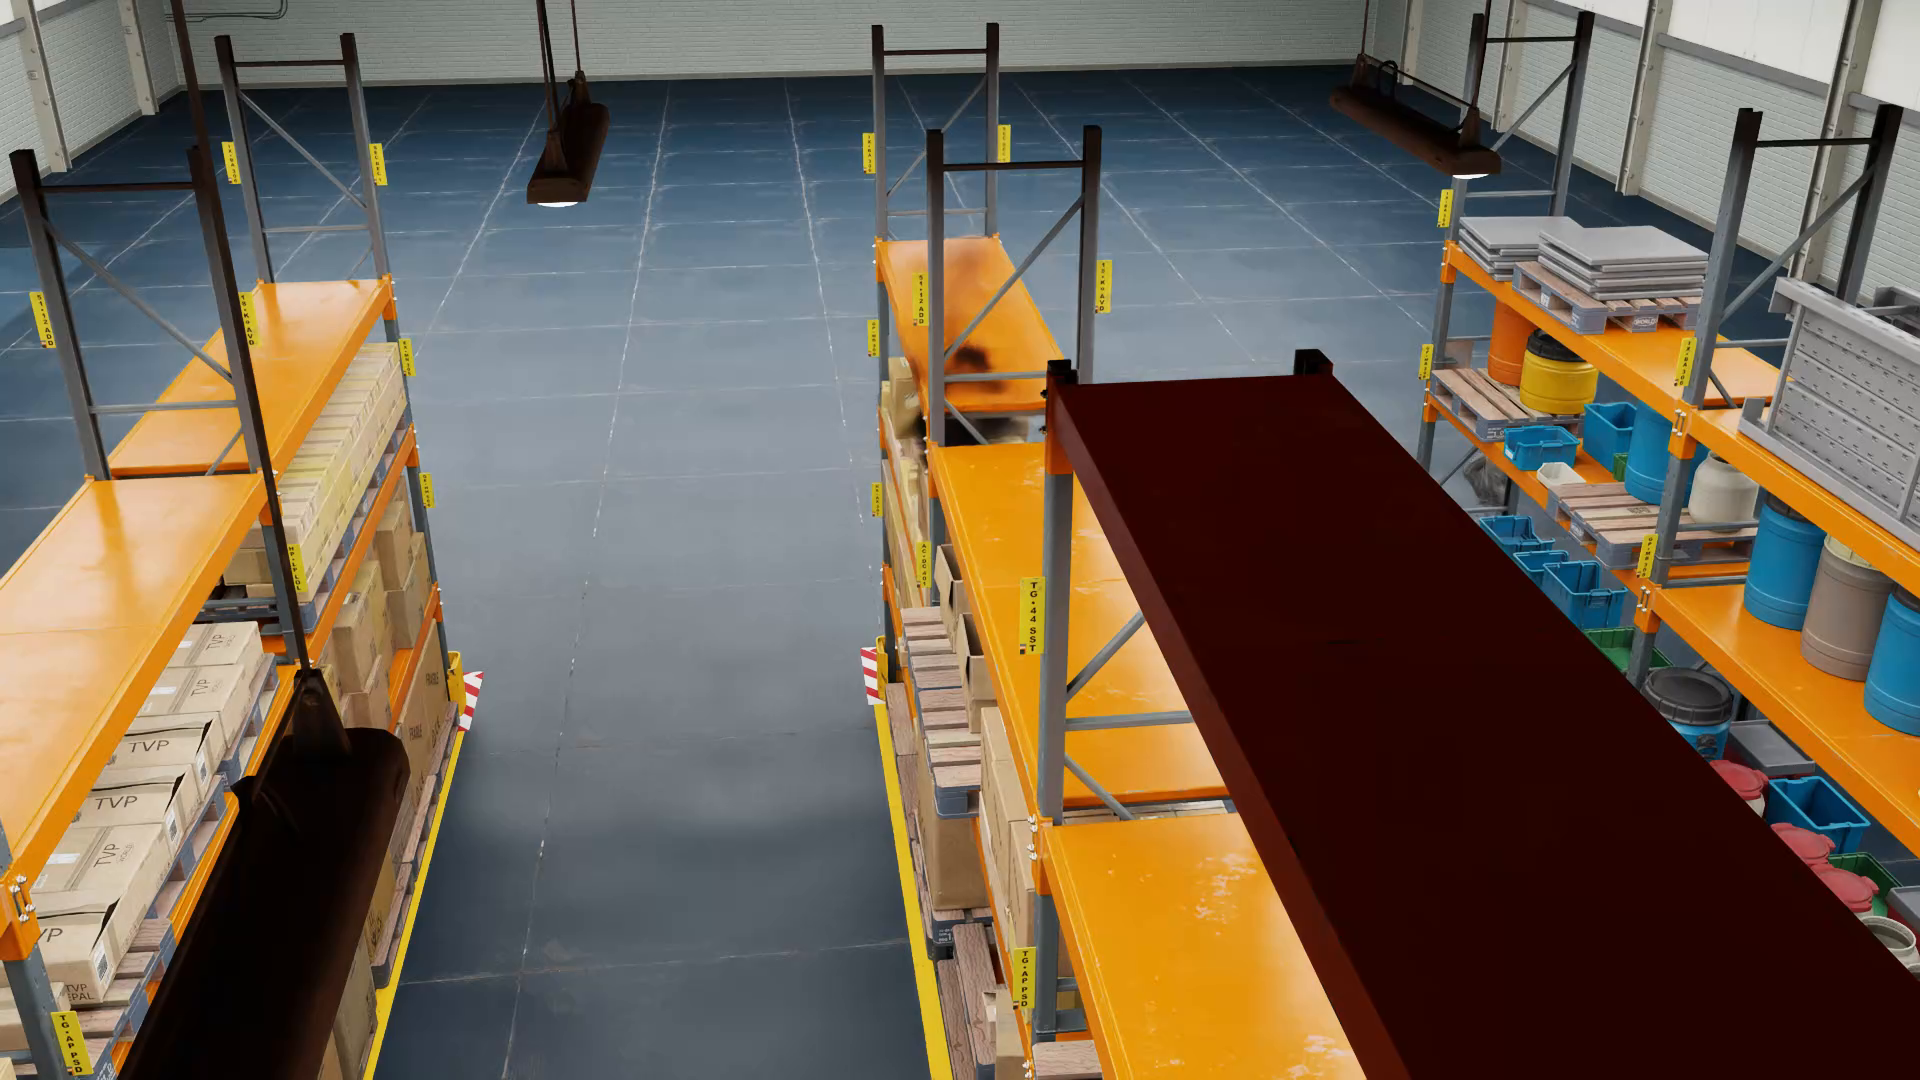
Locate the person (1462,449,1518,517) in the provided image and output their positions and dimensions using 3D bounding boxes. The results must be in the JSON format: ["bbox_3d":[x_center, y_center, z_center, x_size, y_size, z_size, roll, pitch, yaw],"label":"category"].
[{"bbox_3d":[6.010,-1.020,18.637,0.684,1.760,0.667,6,26,13],"label":"person"}]
